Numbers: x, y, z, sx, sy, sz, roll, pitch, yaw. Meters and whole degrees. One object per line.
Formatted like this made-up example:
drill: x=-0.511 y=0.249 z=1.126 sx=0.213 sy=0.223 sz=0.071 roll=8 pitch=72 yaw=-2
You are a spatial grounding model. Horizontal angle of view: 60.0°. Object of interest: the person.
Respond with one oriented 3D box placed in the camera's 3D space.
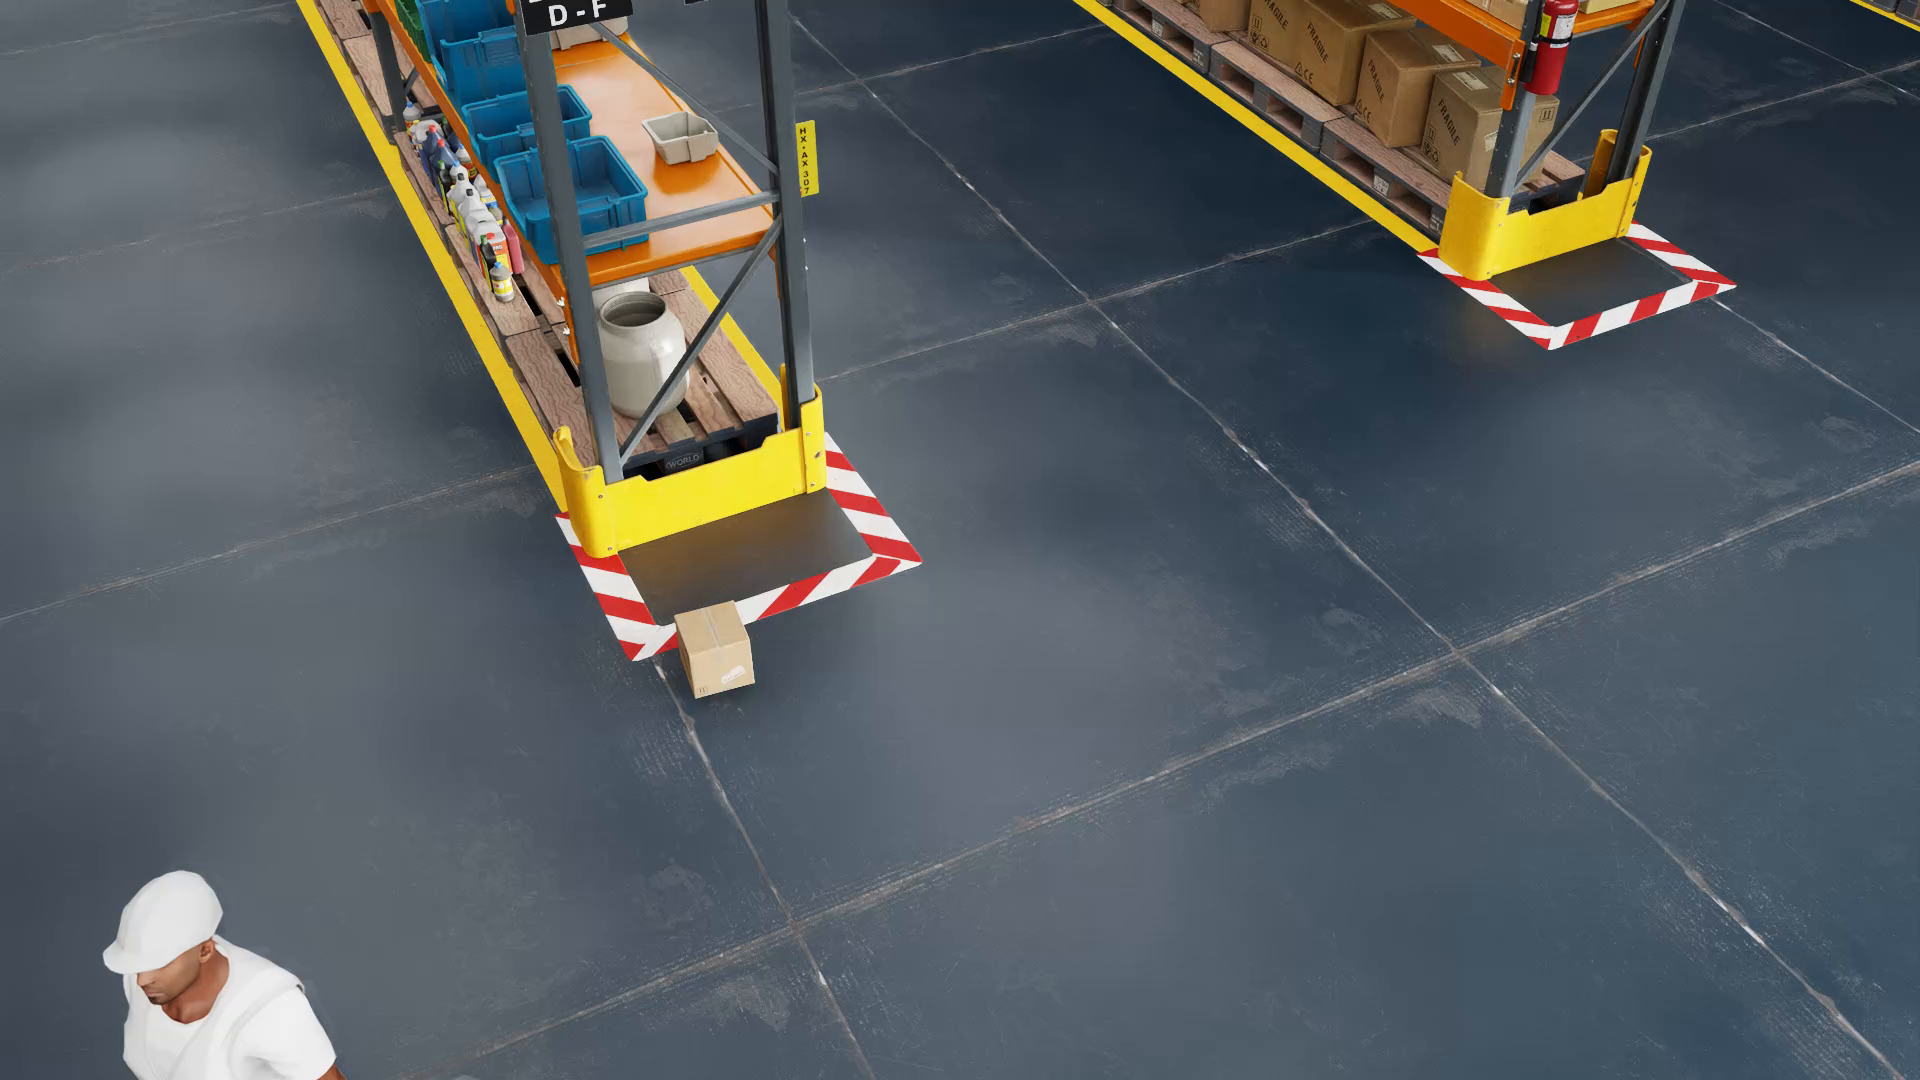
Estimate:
person: x=-1.870 y=1.521 z=4.356 sx=0.562 sy=1.756 sz=0.476 roll=20 pitch=45 yaw=22
